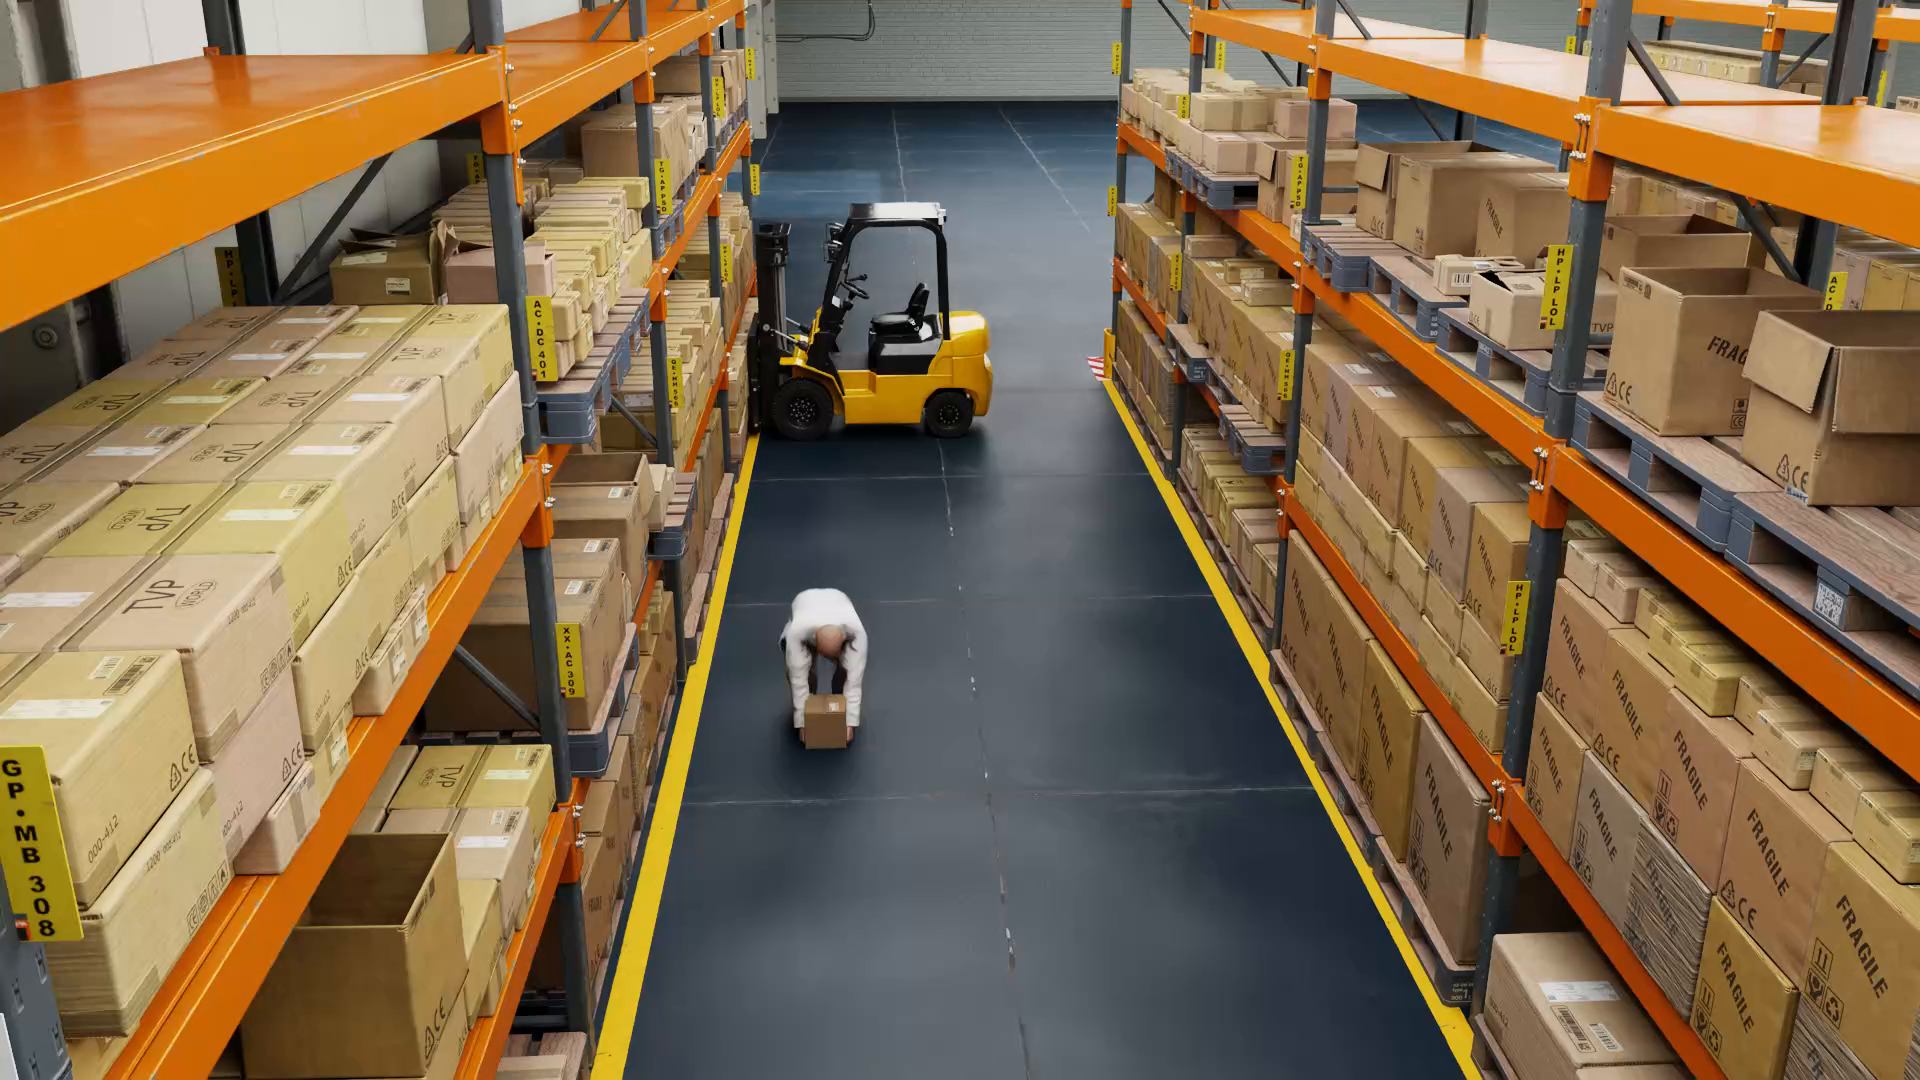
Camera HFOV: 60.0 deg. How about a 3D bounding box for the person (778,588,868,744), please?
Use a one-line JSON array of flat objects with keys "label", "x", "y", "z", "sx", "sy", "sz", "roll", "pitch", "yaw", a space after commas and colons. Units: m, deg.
[{"label": "person", "x": -0.868, "y": 0.753, "z": 10.495, "sx": 0.558, "sy": 0.816, "sz": 0.941, "roll": -1, "pitch": 20, "yaw": -3}]
